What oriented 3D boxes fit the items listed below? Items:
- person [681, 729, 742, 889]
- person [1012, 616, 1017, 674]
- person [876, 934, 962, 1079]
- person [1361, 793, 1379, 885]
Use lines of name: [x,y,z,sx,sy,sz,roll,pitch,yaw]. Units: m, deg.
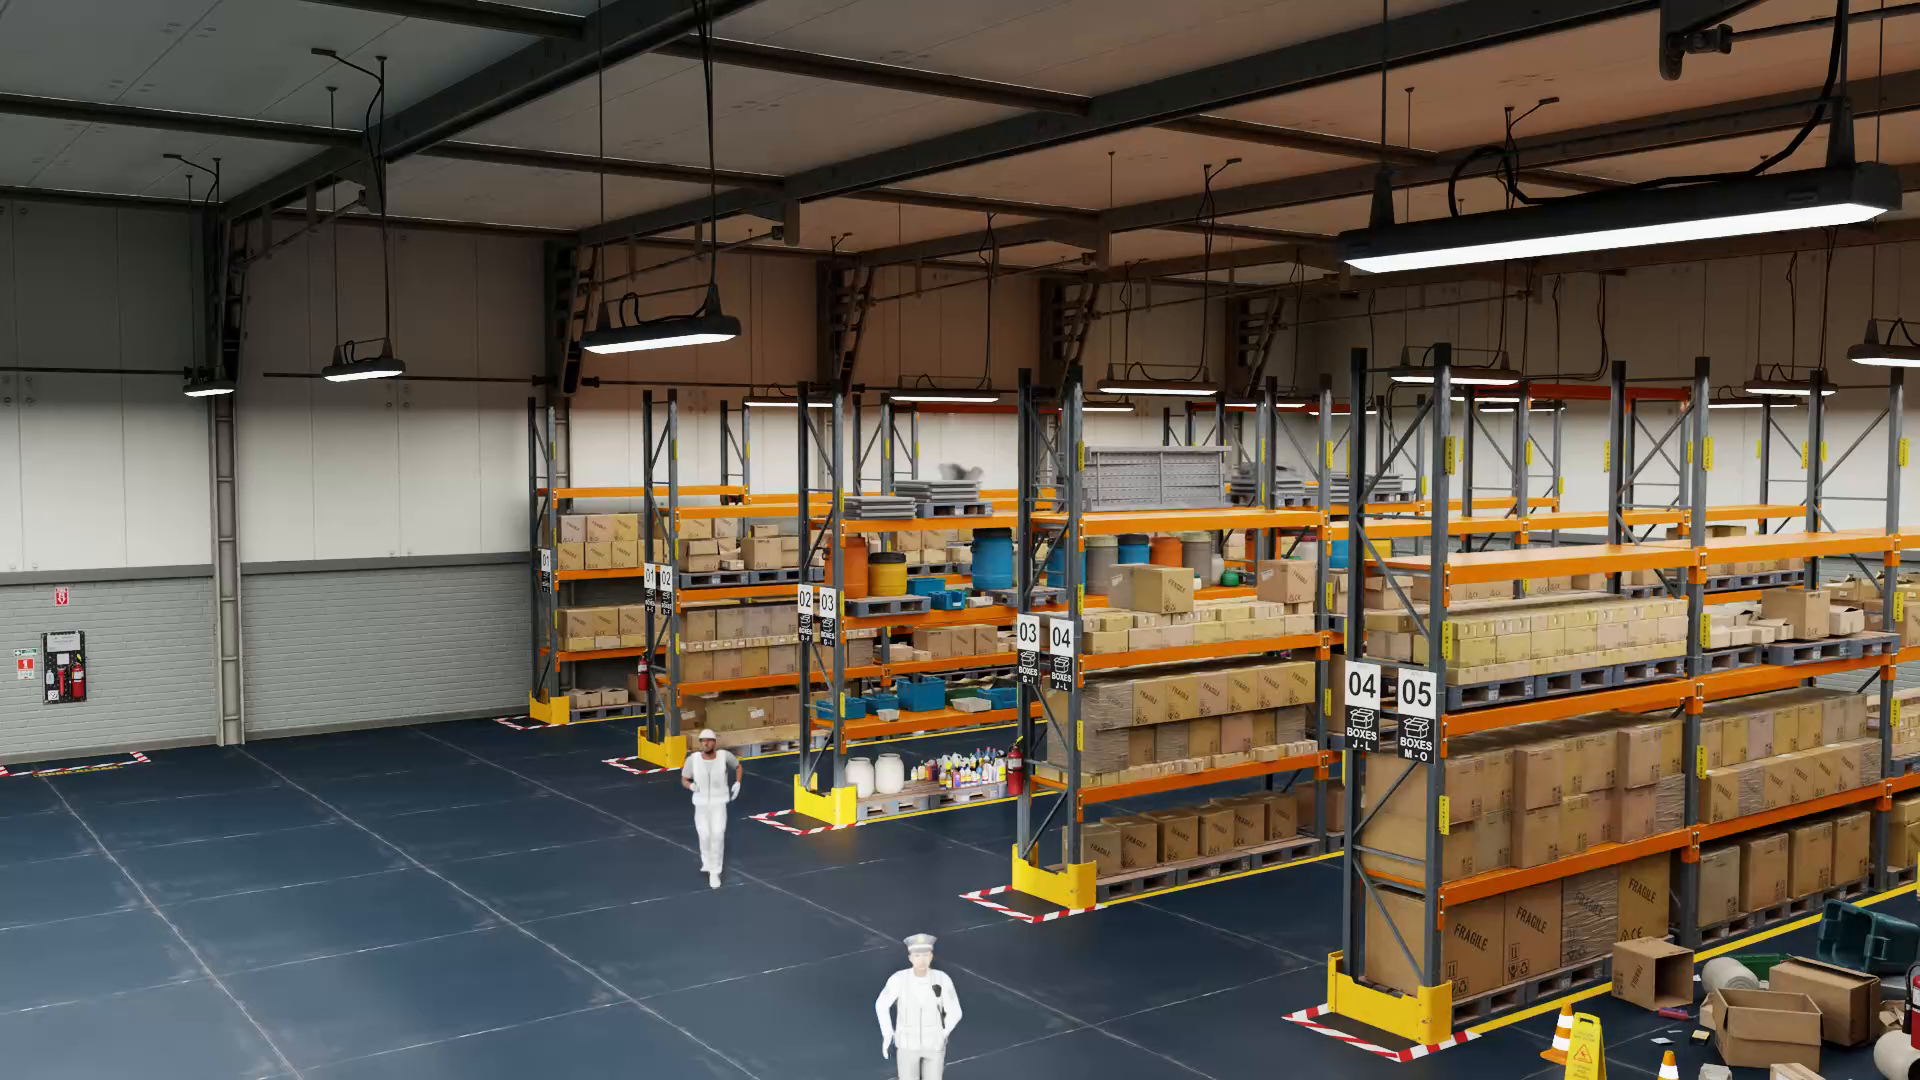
person: [-2.934,3.128,19.587,0.684,1.821,0.795,0,3,0]
person: [1.243,2.088,34.037,0.457,1.577,0.536,-2,4,-36]
person: [-0.288,3.639,11.943,0.618,1.651,0.547,0,3,-6]
person: [4.465,3.215,17.491,0.666,1.763,0.985,3,4,39]
